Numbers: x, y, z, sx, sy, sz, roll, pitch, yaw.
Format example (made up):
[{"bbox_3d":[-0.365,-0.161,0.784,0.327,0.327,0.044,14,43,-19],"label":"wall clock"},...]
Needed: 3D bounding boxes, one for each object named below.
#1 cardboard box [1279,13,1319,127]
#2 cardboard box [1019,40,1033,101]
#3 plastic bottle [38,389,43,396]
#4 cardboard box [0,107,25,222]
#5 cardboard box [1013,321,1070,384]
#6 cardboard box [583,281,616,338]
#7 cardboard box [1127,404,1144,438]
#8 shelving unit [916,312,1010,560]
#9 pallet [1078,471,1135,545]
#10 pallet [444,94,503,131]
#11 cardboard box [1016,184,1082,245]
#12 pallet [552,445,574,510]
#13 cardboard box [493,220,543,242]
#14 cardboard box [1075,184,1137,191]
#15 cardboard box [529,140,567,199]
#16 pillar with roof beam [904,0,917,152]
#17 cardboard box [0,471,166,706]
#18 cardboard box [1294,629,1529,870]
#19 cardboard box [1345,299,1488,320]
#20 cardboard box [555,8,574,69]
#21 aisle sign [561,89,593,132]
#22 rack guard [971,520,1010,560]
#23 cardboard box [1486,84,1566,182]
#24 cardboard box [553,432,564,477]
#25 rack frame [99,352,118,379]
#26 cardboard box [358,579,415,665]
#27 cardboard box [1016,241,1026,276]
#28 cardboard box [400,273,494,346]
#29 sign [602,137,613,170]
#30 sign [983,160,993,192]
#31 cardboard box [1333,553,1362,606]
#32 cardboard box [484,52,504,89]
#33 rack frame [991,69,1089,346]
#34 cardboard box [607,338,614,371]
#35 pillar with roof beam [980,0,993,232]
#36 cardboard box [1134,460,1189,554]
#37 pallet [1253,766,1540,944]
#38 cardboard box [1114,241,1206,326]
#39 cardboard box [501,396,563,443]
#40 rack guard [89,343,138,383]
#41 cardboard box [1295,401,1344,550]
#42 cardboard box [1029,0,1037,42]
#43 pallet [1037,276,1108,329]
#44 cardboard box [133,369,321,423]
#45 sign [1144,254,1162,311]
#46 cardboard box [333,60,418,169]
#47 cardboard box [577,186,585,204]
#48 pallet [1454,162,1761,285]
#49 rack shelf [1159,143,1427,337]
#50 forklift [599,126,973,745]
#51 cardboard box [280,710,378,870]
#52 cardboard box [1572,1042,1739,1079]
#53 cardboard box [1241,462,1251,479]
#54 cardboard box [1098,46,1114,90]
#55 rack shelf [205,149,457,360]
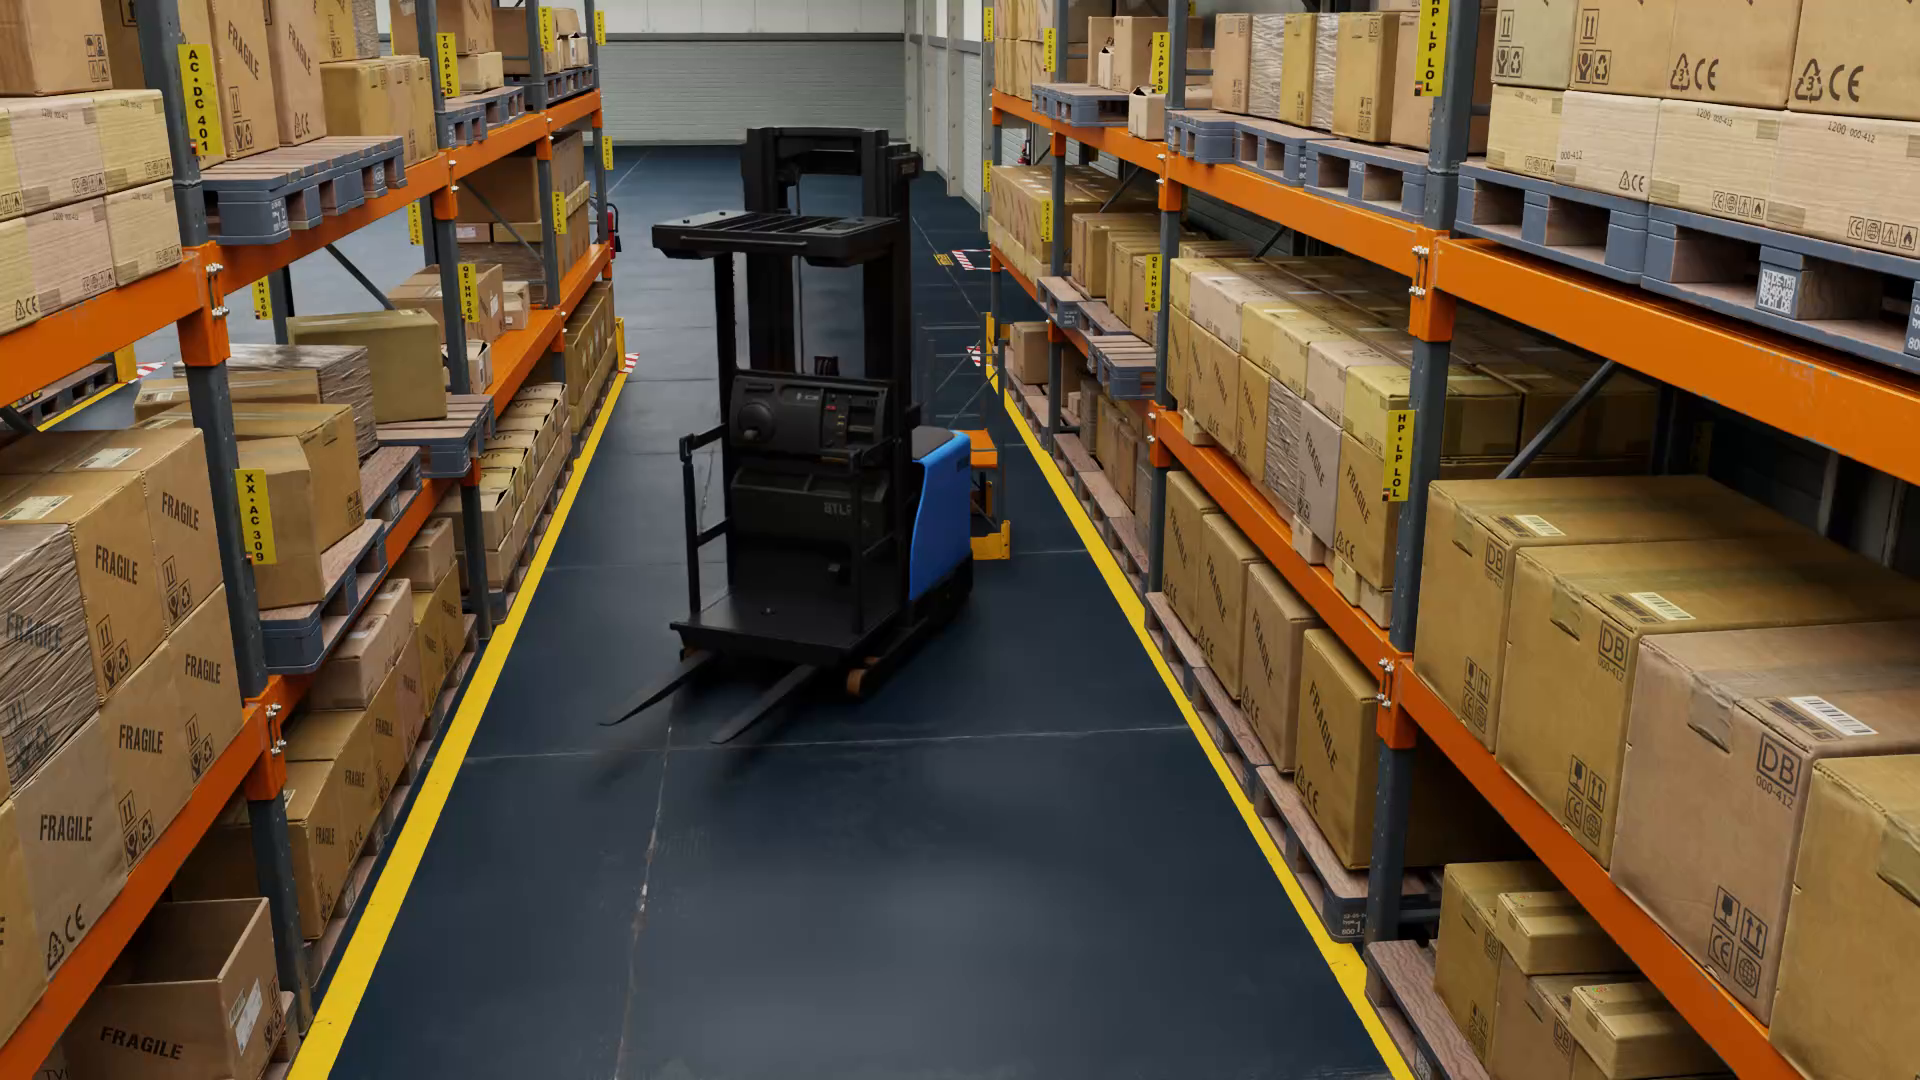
[{"bbox_3d":[1.916,-2.214,7.812,0.700,0.500,0.500,-1,17,-3],"label":"cardboard box"},{"bbox_3d":[0.813,-4.127,14.607,0.500,0.500,0.500,-2,18,-8],"label":"cardboard box"},{"bbox_3d":[-8.396,-1.408,15.091,0.097,0.201,0.097,0,17,0],"label":"plastic bottle"},{"bbox_3d":[-2.439,-0.807,3.647,0.500,0.250,0.500,-2,18,-6],"label":"cardboard box"},{"bbox_3d":[0.900,-1.791,15.813,0.700,0.500,0.500,-3,18,-9],"label":"cardboard box"},{"bbox_3d":[-3.743,-2.314,16.678,0.500,0.500,0.500,-2,18,-6],"label":"cardboard box"},{"bbox_3d":[1.477,-0.902,11.730,0.500,0.250,0.500,-2,18,-6],"label":"cardboard box"},{"bbox_3d":[-0.008,-0.738,11.525,0.587,1.500,1.083,-2,18,-6],"label":"shelving unit"},{"bbox_3d":[1.456,-0.254,12.135,1.003,0.211,1.213,-2,18,-6],"label":"pallet"},{"bbox_3d":[-3.546,-2.709,10.605,1.003,0.211,1.213,-1,17,-3],"label":"pallet"},{"bbox_3d":[0.791,-2.907,14.894,0.500,0.500,0.500,-2,18,-7],"label":"cardboard box"},{"bbox_3d":[-3.567,-0.478,12.848,1.003,0.211,1.213,-2,18,-6],"label":"pallet"},{"bbox_3d":[-3.516,-2.470,13.287,0.380,0.149,0.250,-2,18,-6],"label":"cardboard box"},{"bbox_3d":[1.309,-2.926,14.955,0.500,0.500,0.500,-1,17,-4],"label":"cardboard box"},{"bbox_3d":[-3.889,-3.274,14.765,0.700,0.500,0.500,-2,18,-6],"label":"cardboard box"},{"bbox_3d":[-5.611,-14.858,43.981,9.100,9.000,0.400,-2,18,-6],"label":"pillar with roof beam"},{"bbox_3d":[-2.491,0.127,4.428,0.500,0.500,0.500,-2,18,-7],"label":"cardboard box"},{"bbox_3d":[1.874,0.838,6.888,0.750,0.750,0.750,-2,17,-5],"label":"cardboard box"},{"bbox_3d":[2.115,-0.960,7.779,0.500,0.250,0.500,-2,18,-7],"label":"cardboard box"},{"bbox_3d":[-3.726,-4.269,14.152,0.797,0.503,0.637,0,17,0],"label":"cardboard box"},{"bbox_3d":[-3.809,-4.488,16.623,0.394,0.787,0.004,-2,18,-6],"label":"aisle sign"},{"bbox_3d":[0.043,0.006,11.239,0.587,0.250,0.087,-2,18,-6],"label":"rack guard"},{"bbox_3d":[1.880,-1.191,4.838,0.500,0.250,0.500,-2,18,-6],"label":"cardboard box"},{"bbox_3d":[-3.300,-0.650,12.629,0.500,0.250,0.500,-2,18,-6],"label":"cardboard box"},{"bbox_3d":[-9.021,-3.067,16.438,1.000,3.000,0.127,-2,18,-6],"label":"rack frame"},{"bbox_3d":[-2.819,0.382,7.638,0.500,0.250,0.500,-2,18,-7],"label":"cardboard box"},{"bbox_3d":[0.785,-2.549,15.005,0.500,0.250,0.500,-2,18,-6],"label":"cardboard box"},{"bbox_3d":[-3.512,-1.539,11.405,0.500,0.500,0.500,-2,18,-6],"label":"cardboard box"},{"bbox_3d":[-3.553,-3.897,16.753,0.100,0.325,0.005,-2,18,-6],"label":"sign"},{"bbox_3d":[0.293,-3.769,17.229,0.100,0.325,0.005,-2,18,-6],"label":"sign"},{"bbox_3d":[1.705,0.146,6.589,0.380,0.149,0.250,-1,17,-5],"label":"cardboard box"},{"bbox_3d":[-3.627,-3.403,12.050,0.500,0.250,0.500,0,17,0],"label":"cardboard box"},{"bbox_3d":[0.833,-3.373,17.412,1.000,3.000,0.127,-2,18,-6],"label":"rack frame"},{"bbox_3d":[-3.681,-1.808,16.317,0.500,0.250,0.500,-2,18,-6],"label":"cardboard box"},{"bbox_3d":[-3.754,-9.495,26.899,9.100,9.000,0.400,-2,18,-6],"label":"pillar with roof beam"},{"bbox_3d":[1.532,-0.220,10.807,0.700,0.500,0.500,-2,17,-5],"label":"cardboard box"},{"bbox_3d":[1.916,1.305,7.167,1.003,0.211,1.213,-2,18,-6],"label":"pallet"},{"bbox_3d":[1.449,-1.757,11.365,0.700,0.500,0.500,-2,18,-6],"label":"cardboard box"},{"bbox_3d":[-3.295,-0.916,12.541,0.500,0.311,0.500,-1,17,-4],"label":"cardboard box"},{"bbox_3d":[-8.967,-1.853,16.745,1.175,0.500,0.348,-2,18,-6],"label":"rack guard"},{"bbox_3d":[1.710,-0.278,6.858,0.500,0.500,0.500,-2,18,-5],"label":"cardboard box"},{"bbox_3d":[0.857,-4.451,13.970,0.500,0.500,0.500,-1,17,-3],"label":"cardboard box"},{"bbox_3d":[1.180,-1.857,12.906,1.003,0.211,1.213,-2,18,-6],"label":"pallet"},{"bbox_3d":[-3.100,-0.416,7.126,0.700,0.500,0.500,-6,19,-20],"label":"cardboard box"},{"bbox_3d":[1.119,-1.484,9.597,0.100,0.325,0.005,-2,18,-6],"label":"sign"},{"bbox_3d":[-3.138,-2.033,7.971,0.910,0.500,0.500,-2,18,-6],"label":"cardboard box"},{"bbox_3d":[-3.810,-3.314,15.975,0.380,0.149,0.250,-2,18,-6],"label":"cardboard box"},{"bbox_3d":[2.145,-0.942,4.811,1.003,0.211,1.213,-2,18,-6],"label":"pallet"},{"bbox_3d":[1.864,-1.481,7.581,1.077,0.370,4.000,-2,18,-6],"label":"rack shelf"},{"bbox_3d":[-0.912,-0.682,8.956,1.130,2.935,3.031,6,19,20],"label":"forklift"},{"bbox_3d":[-2.730,1.029,6.830,0.500,0.500,0.500,-2,17,-5],"label":"cardboard box"},{"bbox_3d":[2.145,1.723,4.652,0.700,0.500,0.500,-1,17,-4],"label":"cardboard box"},{"bbox_3d":[1.622,-0.391,8.302,0.380,0.149,0.250,-2,17,-5],"label":"cardboard box"},{"bbox_3d":[1.286,-3.421,12.007,0.500,0.311,0.500,-1,17,-4],"label":"cardboard box"},{"bbox_3d":[-3.063,-1.327,7.090,1.077,0.370,4.000,-2,18,-6],"label":"rack shelf"}]
